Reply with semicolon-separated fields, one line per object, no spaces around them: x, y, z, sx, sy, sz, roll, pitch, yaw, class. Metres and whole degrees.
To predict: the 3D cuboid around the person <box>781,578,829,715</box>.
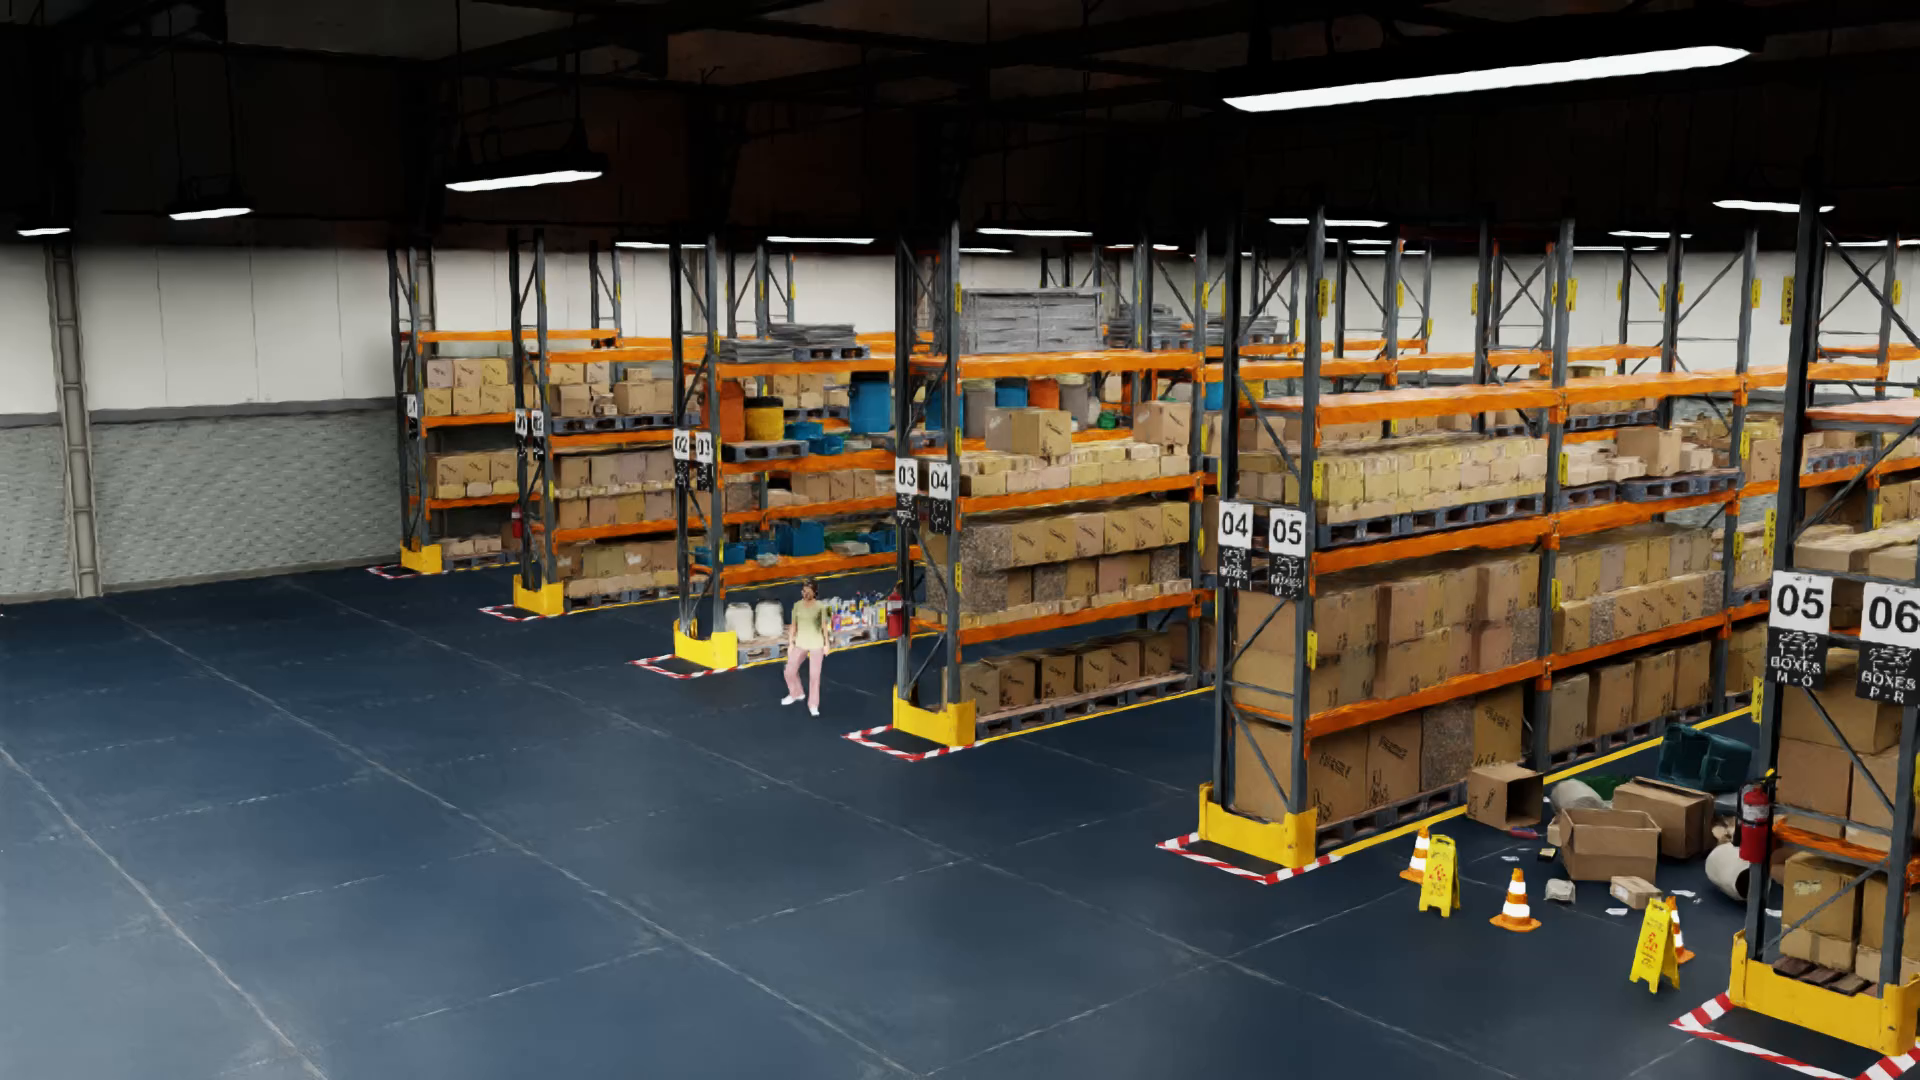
-1.898;1.265;20.112;0.638;1.665;0.482;2;9;10;person
